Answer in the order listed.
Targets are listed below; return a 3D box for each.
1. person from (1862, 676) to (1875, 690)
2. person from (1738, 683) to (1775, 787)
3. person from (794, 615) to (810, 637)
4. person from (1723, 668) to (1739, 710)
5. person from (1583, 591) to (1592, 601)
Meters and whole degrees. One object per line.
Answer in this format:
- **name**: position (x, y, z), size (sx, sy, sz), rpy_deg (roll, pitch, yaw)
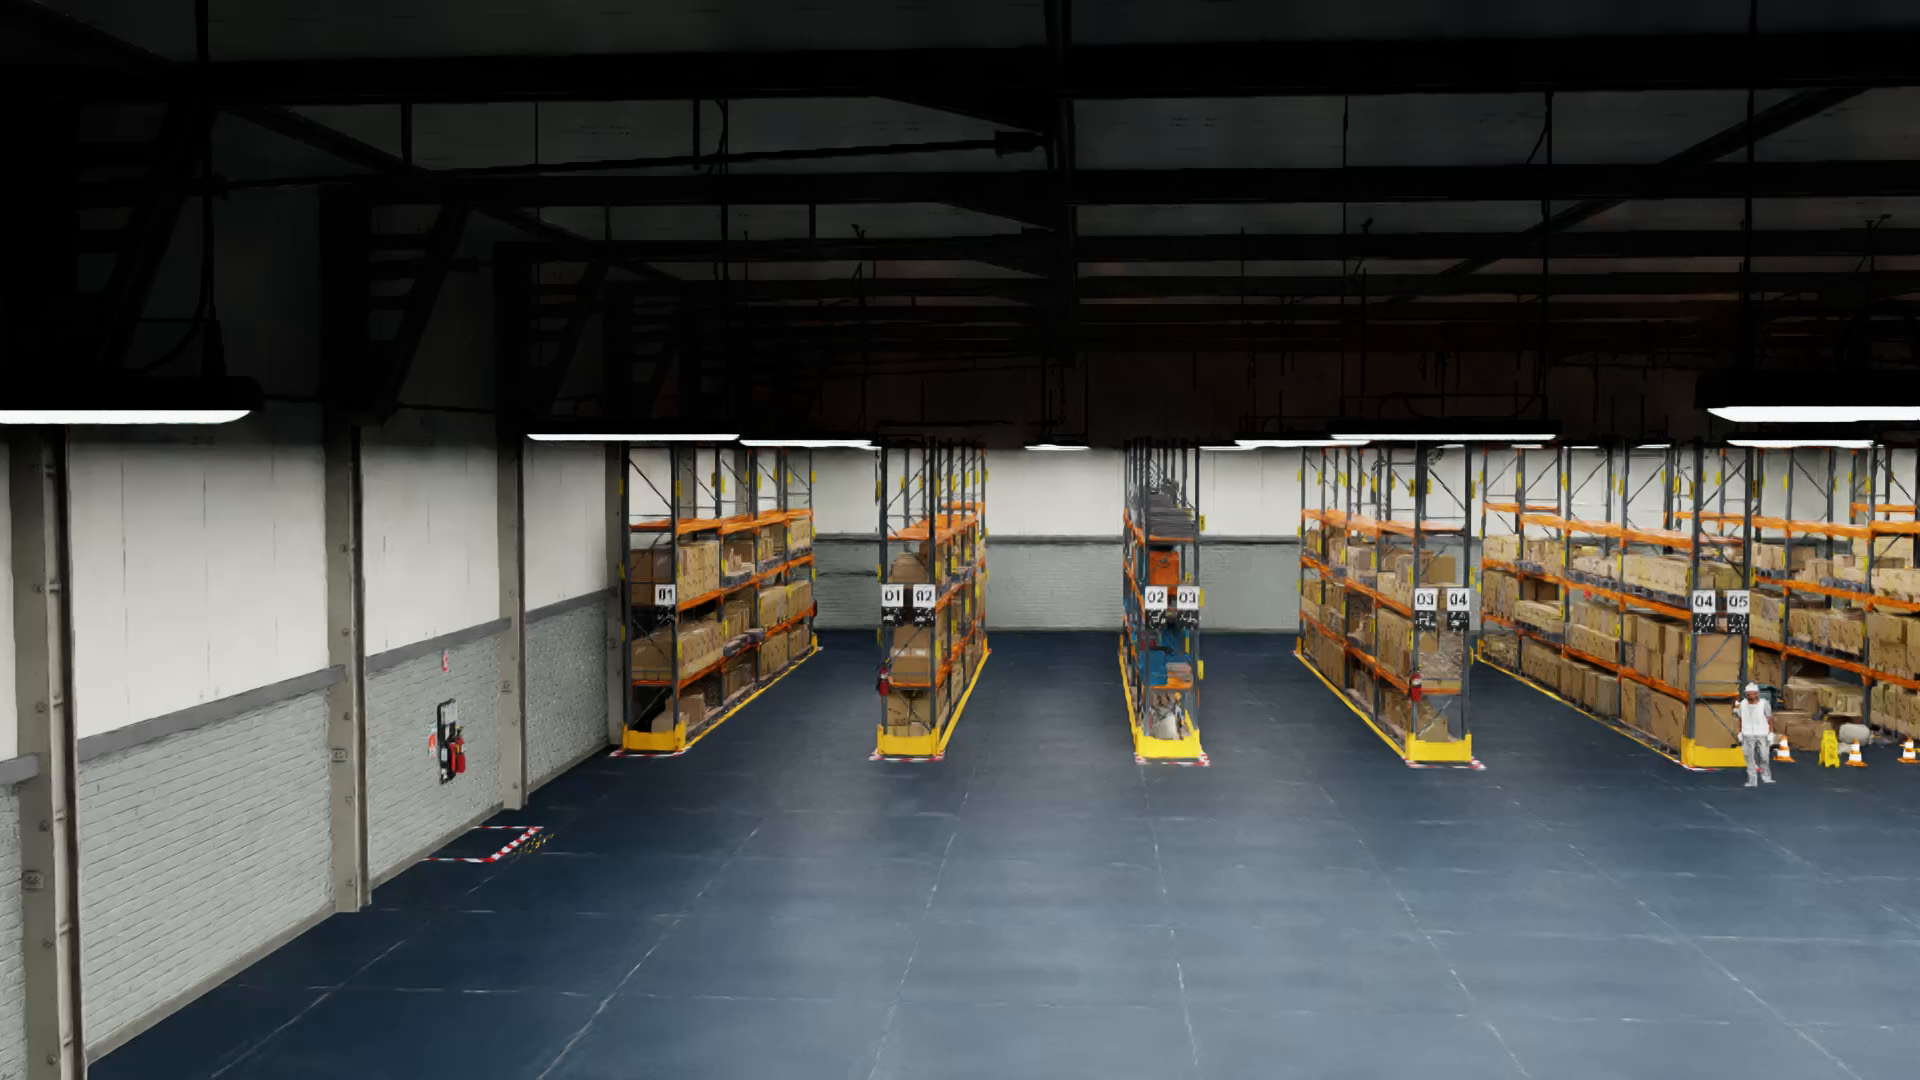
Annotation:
- **person**: position (21.109, 2.842, 38.720), size (0.448, 1.599, 0.467), rpy_deg (2, 4, 35)
- **person**: position (13.618, 3.319, 28.437), size (0.594, 1.773, 0.572), rpy_deg (3, 4, 40)
- **person**: position (-4.714, 2.247, 49.231), size (0.562, 1.659, 0.687), rpy_deg (3, 4, 40)
- **person**: position (16.698, 2.917, 36.170), size (0.555, 1.720, 0.615), rpy_deg (2, 4, 34)
- **person**: position (17.909, 2.317, 47.238), size (0.553, 1.781, 0.646), rpy_deg (-1, 3, -26)
